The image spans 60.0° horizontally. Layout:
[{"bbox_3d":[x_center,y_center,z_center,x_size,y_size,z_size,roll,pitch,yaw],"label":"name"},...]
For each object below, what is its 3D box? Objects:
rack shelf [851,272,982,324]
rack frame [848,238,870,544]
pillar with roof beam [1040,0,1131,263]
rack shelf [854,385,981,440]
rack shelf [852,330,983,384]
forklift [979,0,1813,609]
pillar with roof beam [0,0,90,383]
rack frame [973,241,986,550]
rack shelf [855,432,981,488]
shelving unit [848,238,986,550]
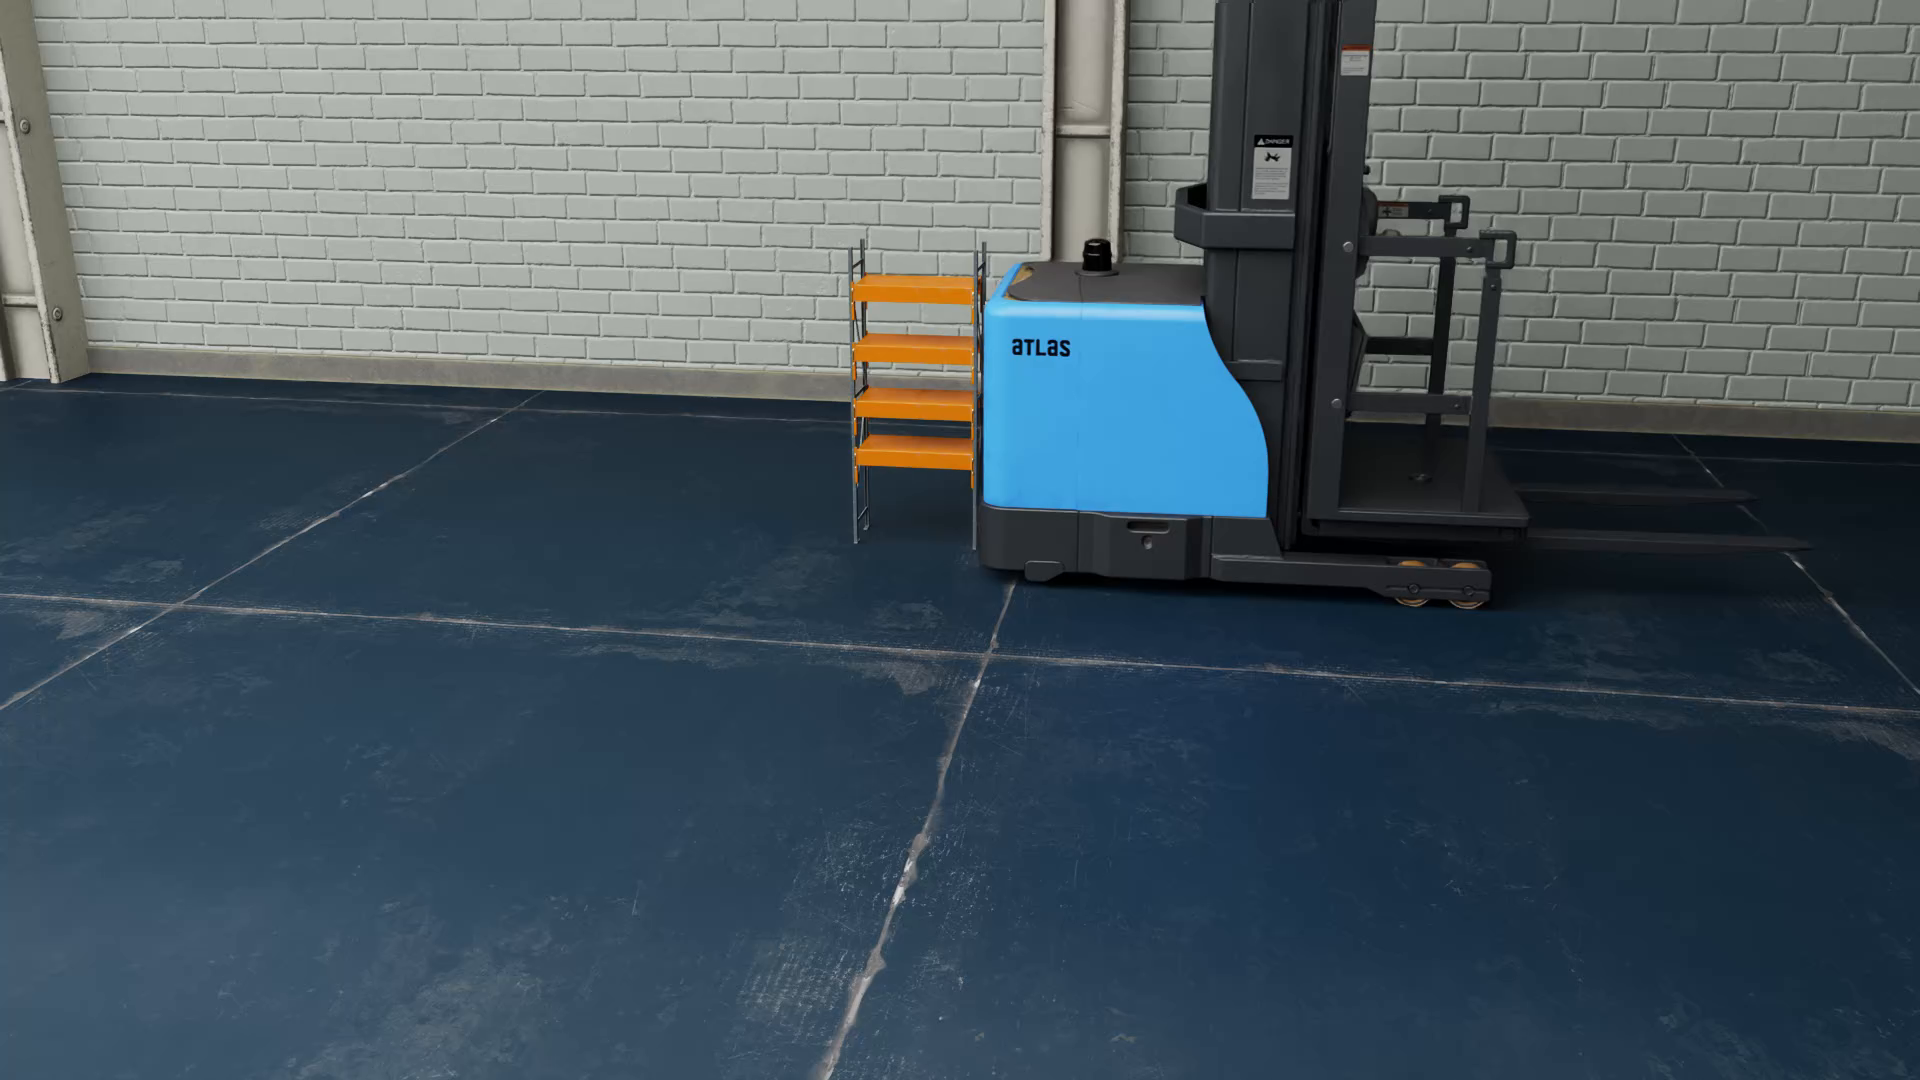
[{"bbox_3d":[-0.163,-0.950,6.513,0.480,0.148,0.258,3,19,9],"label":"rack shelf"},{"bbox_3d":[-0.404,-0.590,6.674,0.015,1.200,0.240,3,19,9],"label":"rack frame"},{"bbox_3d":[-0.062,-3.569,3.287,0.400,9.000,9.100,3,19,9],"label":"pillar with roof beam"},{"bbox_3d":[-0.163,-0.514,6.659,0.480,0.148,0.258,3,19,9],"label":"rack shelf"},{"bbox_3d":[-0.163,-0.726,6.588,0.480,0.148,0.258,3,19,9],"label":"rack shelf"},{"bbox_3d":[1.632,-1.318,6.123,3.031,2.935,1.130,2,19,7],"label":"forklift"},{"bbox_3d":[-5.986,-3.871,4.189,0.400,9.000,9.100,3,19,9],"label":"pillar with roof beam"},{"bbox_3d":[0.077,-0.565,6.601,0.015,1.200,0.240,3,19,9],"label":"rack frame"},{"bbox_3d":[-0.163,-0.325,6.722,0.480,0.148,0.258,3,19,9],"label":"rack shelf"},{"bbox_3d":[-0.163,-0.577,6.638,0.503,1.200,0.258,3,19,9],"label":"shelving unit"}]
